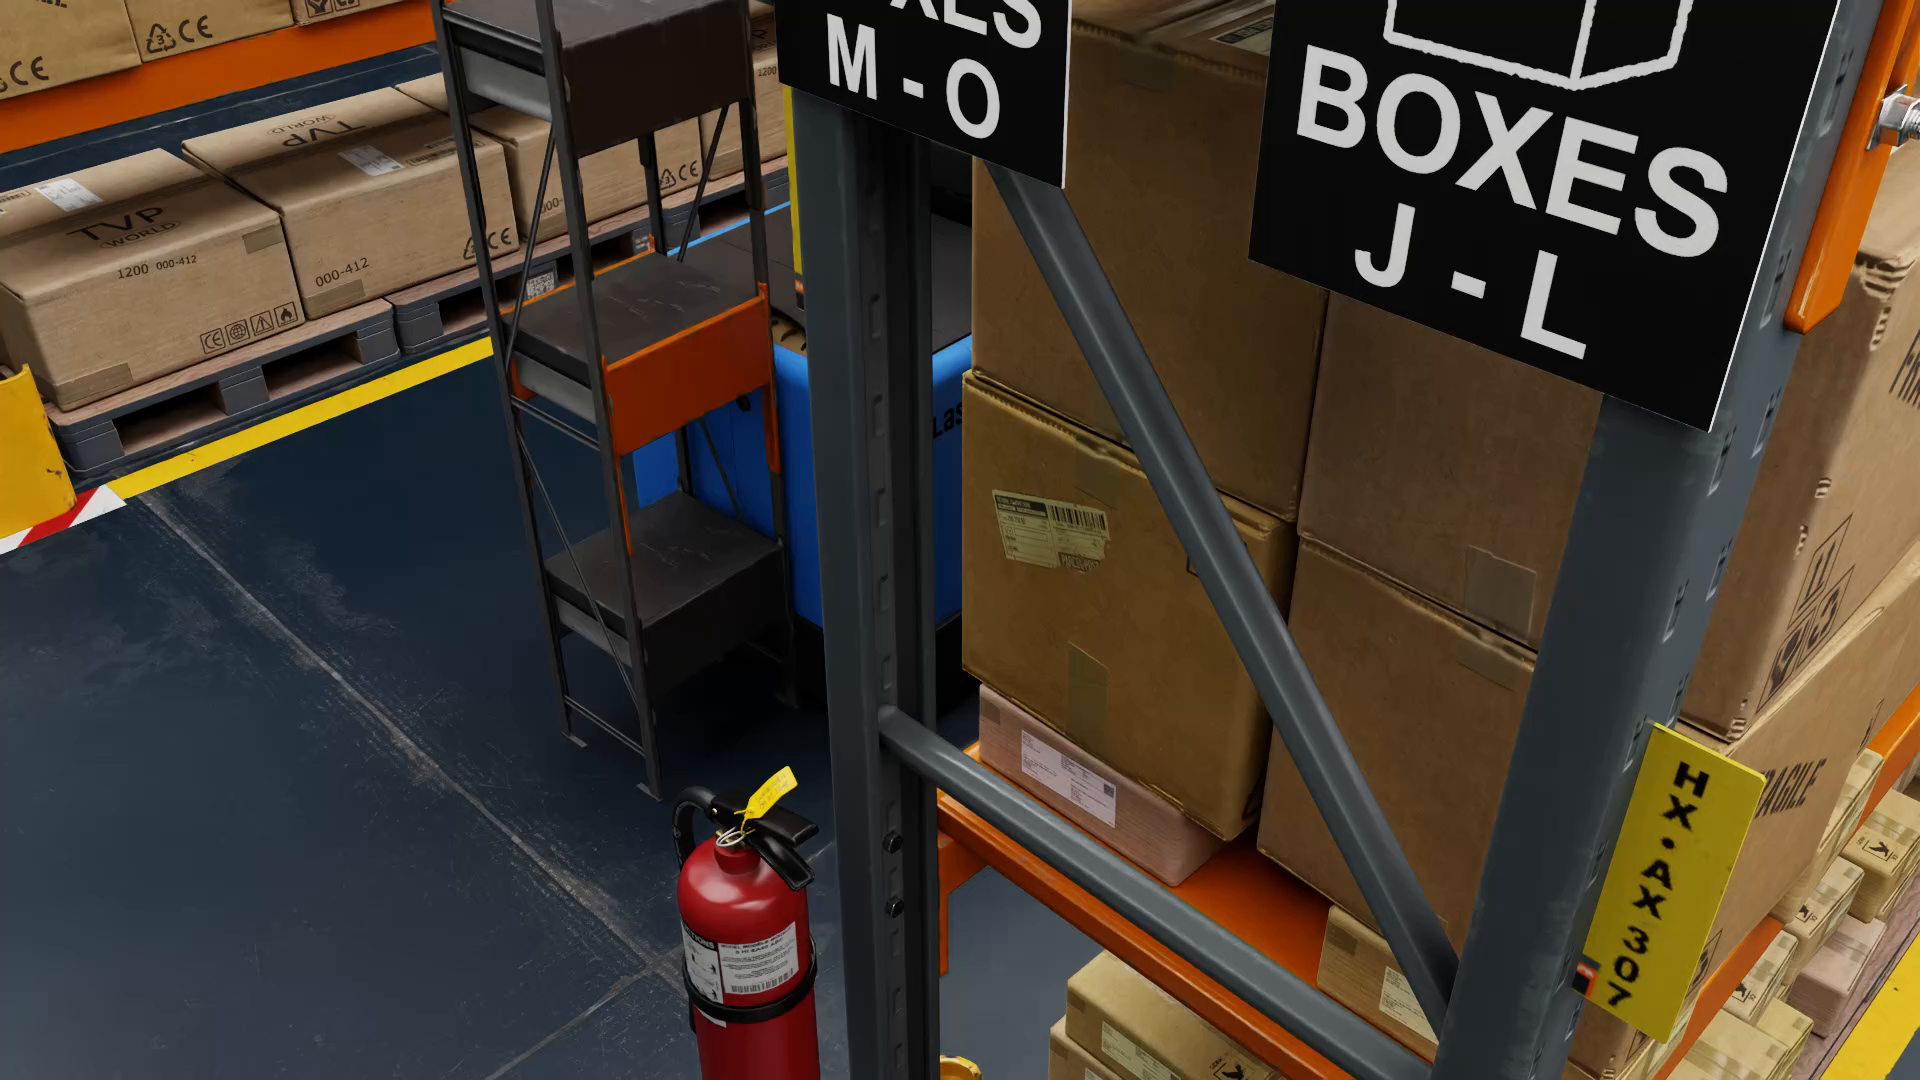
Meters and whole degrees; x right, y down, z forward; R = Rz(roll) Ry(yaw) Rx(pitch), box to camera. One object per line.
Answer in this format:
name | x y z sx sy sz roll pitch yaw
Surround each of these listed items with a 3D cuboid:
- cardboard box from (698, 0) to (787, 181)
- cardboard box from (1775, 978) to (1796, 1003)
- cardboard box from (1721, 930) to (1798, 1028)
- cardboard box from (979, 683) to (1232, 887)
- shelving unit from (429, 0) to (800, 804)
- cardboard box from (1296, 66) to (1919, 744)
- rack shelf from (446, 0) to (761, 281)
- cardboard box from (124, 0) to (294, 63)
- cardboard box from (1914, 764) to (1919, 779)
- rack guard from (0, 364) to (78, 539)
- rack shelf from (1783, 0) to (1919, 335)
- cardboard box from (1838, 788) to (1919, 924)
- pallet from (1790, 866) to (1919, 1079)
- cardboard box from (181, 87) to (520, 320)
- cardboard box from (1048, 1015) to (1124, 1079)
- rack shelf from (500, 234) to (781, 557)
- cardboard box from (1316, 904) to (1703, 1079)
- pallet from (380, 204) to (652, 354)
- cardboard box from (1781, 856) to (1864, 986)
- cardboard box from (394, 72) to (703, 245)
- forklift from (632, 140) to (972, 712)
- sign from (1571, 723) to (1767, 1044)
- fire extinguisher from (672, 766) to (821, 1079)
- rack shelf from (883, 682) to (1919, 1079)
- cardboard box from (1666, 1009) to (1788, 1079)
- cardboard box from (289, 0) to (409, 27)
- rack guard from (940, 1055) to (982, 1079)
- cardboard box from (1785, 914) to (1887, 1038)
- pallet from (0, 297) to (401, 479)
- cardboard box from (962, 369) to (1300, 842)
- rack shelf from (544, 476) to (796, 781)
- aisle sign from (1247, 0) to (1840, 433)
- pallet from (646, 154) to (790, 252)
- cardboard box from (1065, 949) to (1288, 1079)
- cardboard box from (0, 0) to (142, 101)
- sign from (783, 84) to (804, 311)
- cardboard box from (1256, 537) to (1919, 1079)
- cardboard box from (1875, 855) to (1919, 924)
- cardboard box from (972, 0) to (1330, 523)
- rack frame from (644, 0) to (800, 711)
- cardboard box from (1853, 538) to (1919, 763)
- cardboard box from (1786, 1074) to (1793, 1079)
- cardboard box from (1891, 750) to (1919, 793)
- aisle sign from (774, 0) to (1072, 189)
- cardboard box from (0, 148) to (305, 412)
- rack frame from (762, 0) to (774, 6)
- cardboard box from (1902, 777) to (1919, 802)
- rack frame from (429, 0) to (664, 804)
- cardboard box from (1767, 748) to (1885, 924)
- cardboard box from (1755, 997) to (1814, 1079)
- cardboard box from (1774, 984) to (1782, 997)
cardboard box | -1.067 -2.049 7.438 0.875 0.438 0.875 29 44 35
cardboard box | 1.480 0.908 3.451 0.380 0.149 0.250 30 45 35
cardboard box | 1.321 0.771 3.127 0.380 0.149 0.250 27 43 33
cardboard box | 0.247 0.295 2.424 0.380 0.149 0.250 30 45 35
shelving unit | -0.757 -0.365 3.938 0.431 2.100 0.503 27 43 33
cardboard box | 0.722 -0.210 1.707 0.500 0.500 0.500 29 44 35
rack shelf | -0.757 -0.928 3.545 0.431 0.518 0.480 27 43 33
cardboard box | -2.488 -1.852 5.196 0.500 0.500 0.500 29 44 35
cardboard box | 2.103 0.376 3.693 0.380 0.149 0.250 28 44 34
rack guard | -3.383 -0.480 5.502 1.175 0.500 0.348 30 45 35
rack shelf | 1.627 -1.308 2.511 1.077 0.370 4.000 30 45 35
cardboard box | 1.741 0.574 3.410 0.250 0.149 0.380 -29 44 -35
pallet | 1.728 0.743 4.000 1.003 0.211 1.213 30 45 35
cardboard box | -2.333 -1.320 6.393 0.875 0.438 0.875 -29 44 -34
cardboard box | 0.387 0.984 3.081 0.380 0.149 0.250 28 44 34
rack shelf | -0.757 -0.354 3.946 0.431 0.518 0.480 27 43 33
cardboard box | 0.678 0.542 2.070 0.380 0.149 0.250 29 44 35
pallet | -1.999 -1.220 6.816 1.003 0.211 1.213 30 45 35
cardboard box | 1.523 0.662 3.283 0.250 0.149 0.380 -28 44 -34
cardboard box | -1.697 -1.685 6.917 0.875 0.438 0.875 28 44 34
forklift | 0.412 -1.469 4.795 1.130 2.935 3.031 27 43 33
sign | 0.603 0.302 1.438 0.100 0.325 0.005 30 45 35
fire extinguisher | -0.287 0.540 2.248 0.296 0.674 0.183 30 45 35
rack shelf | 1.627 -0.078 3.369 1.077 0.370 4.000 30 45 35
cardboard box | 1.205 0.905 2.935 0.380 0.149 0.250 29 44 35
cardboard box | -2.117 -2.051 5.482 0.500 0.500 0.500 29 44 35
rack guard | 0.271 1.433 2.758 1.175 0.500 0.348 30 45 35
cardboard box | 1.718 0.842 3.546 0.380 0.149 0.250 27 43 33
pallet | -2.859 -0.728 6.109 1.003 0.211 1.213 30 45 35
cardboard box | 0.352 -0.010 2.295 0.500 0.500 0.500 -29 44 -35
rack shelf | -0.757 0.220 4.346 0.431 0.518 0.480 27 43 33
aisle sign | 0.379 -0.477 1.039 0.394 0.787 0.004 30 45 35
pallet | -1.139 -1.718 7.529 1.003 0.211 1.213 30 45 35
cardboard box | 0.411 0.875 2.979 0.250 0.149 0.380 -29 44 -35
cardboard box | -2.824 -1.635 4.885 0.500 0.500 0.500 29 44 35
sign | -0.162 -0.398 1.910 0.100 0.325 0.005 30 45 35
cardboard box | 0.730 0.205 1.987 0.500 0.500 0.500 -28 43 -34
cardboard box | 1.894 0.719 3.722 0.380 0.149 0.250 30 45 35
cardboard box | 0.363 -0.420 2.009 0.500 0.500 0.500 29 44 34
rack frame | -0.596 -0.470 4.088 0.400 2.100 0.015 27 43 33
cardboard box | 1.089 -0.023 2.313 0.500 0.500 0.500 30 45 35
cardboard box | 1.368 1.050 3.248 0.250 0.149 0.380 -29 44 -35
cardboard box | 1.850 0.433 3.612 0.380 0.149 0.250 30 45 35
aisle sign | -0.047 -0.719 1.386 0.394 0.787 0.004 30 45 35
cardboard box | -2.972 -0.945 5.855 0.875 0.438 0.875 28 44 34
rack frame | -0.548 -3.139 7.129 1.000 3.000 0.127 30 45 35
cardboard box | 2.066 0.451 3.846 0.380 0.149 0.250 27 43 33
rack frame | -0.918 -0.260 3.787 0.400 2.100 0.015 27 43 33
cardboard box | 1.056 0.335 2.367 0.380 0.149 0.250 28 44 34
cardboard box | 1.369 0.921 3.173 0.250 0.149 0.380 -28 44 -34
cardboard box | 1.489 0.775 3.382 0.380 0.149 0.250 27 43 33
